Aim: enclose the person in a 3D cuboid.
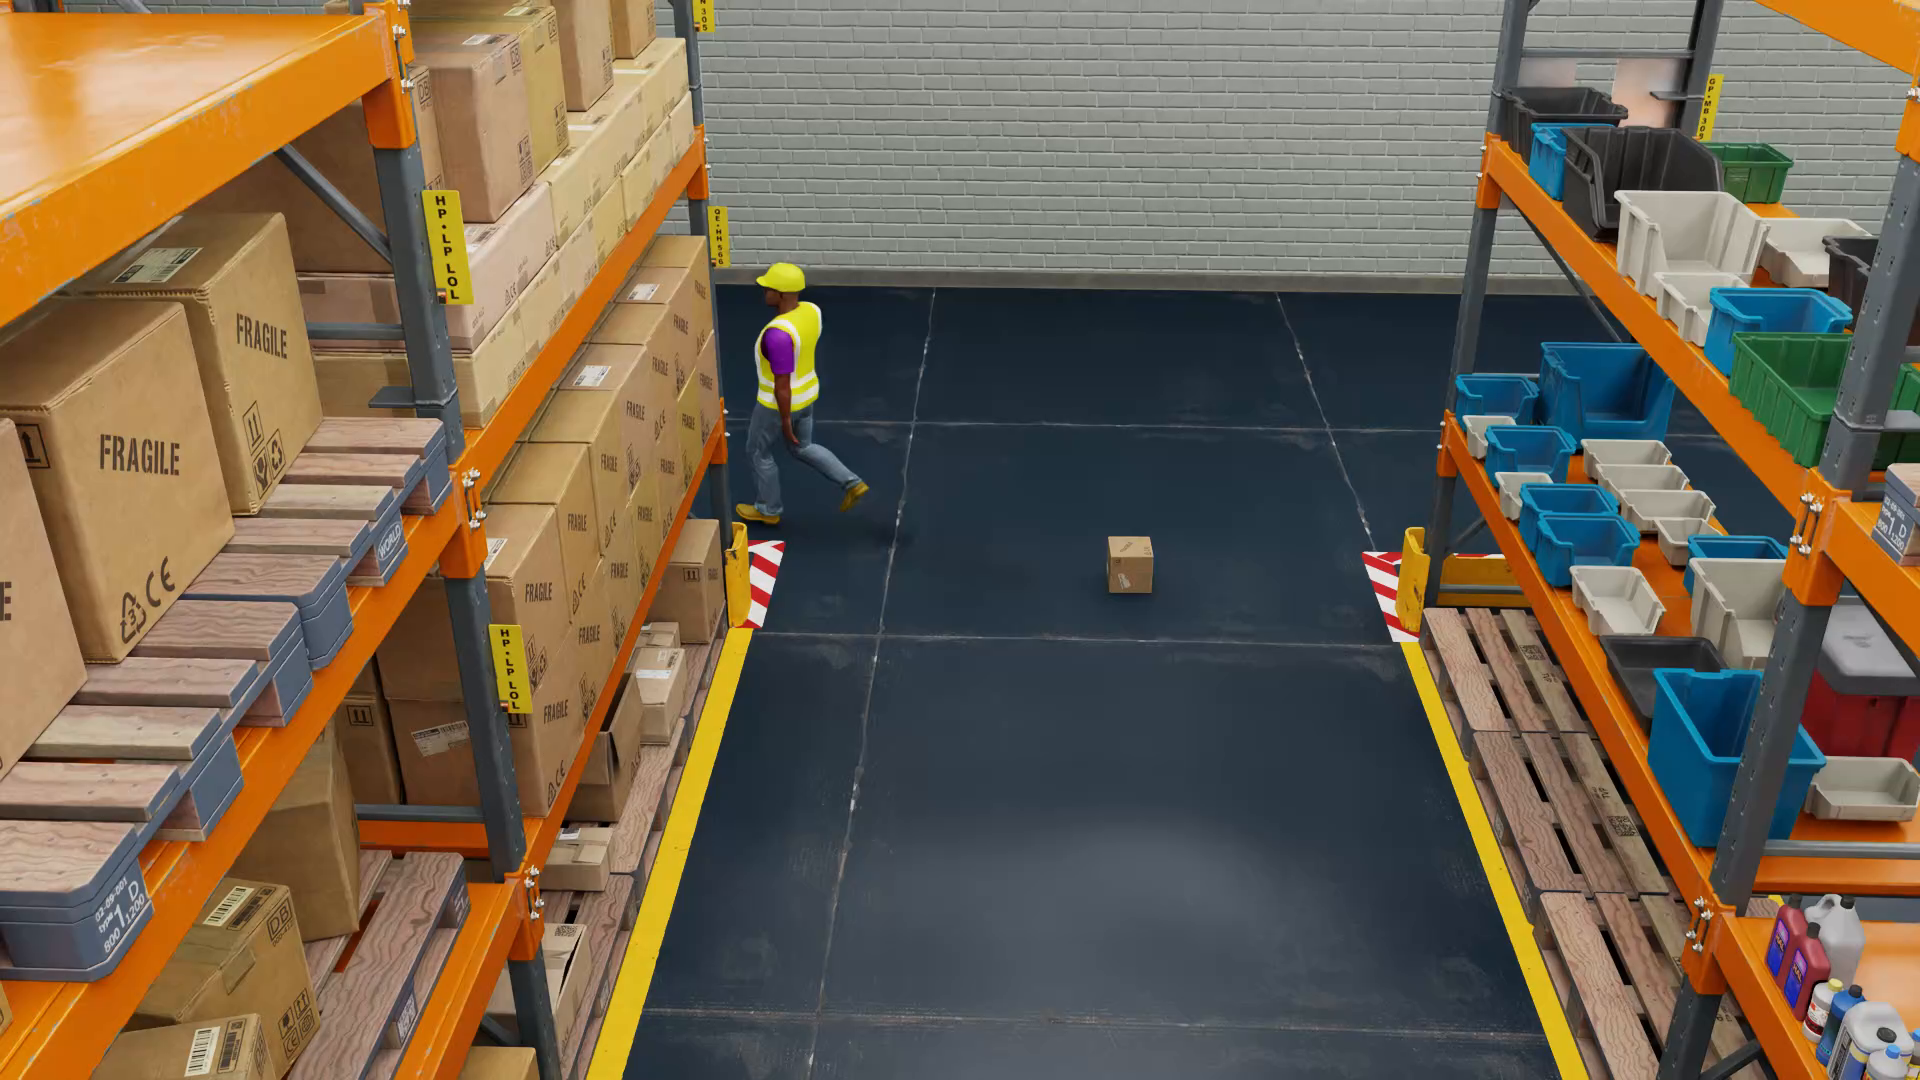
[{"bbox_3d":[0.653,2.845,3.176,10.569,1.730,13.641,12,30,22],"label":"person"}]
